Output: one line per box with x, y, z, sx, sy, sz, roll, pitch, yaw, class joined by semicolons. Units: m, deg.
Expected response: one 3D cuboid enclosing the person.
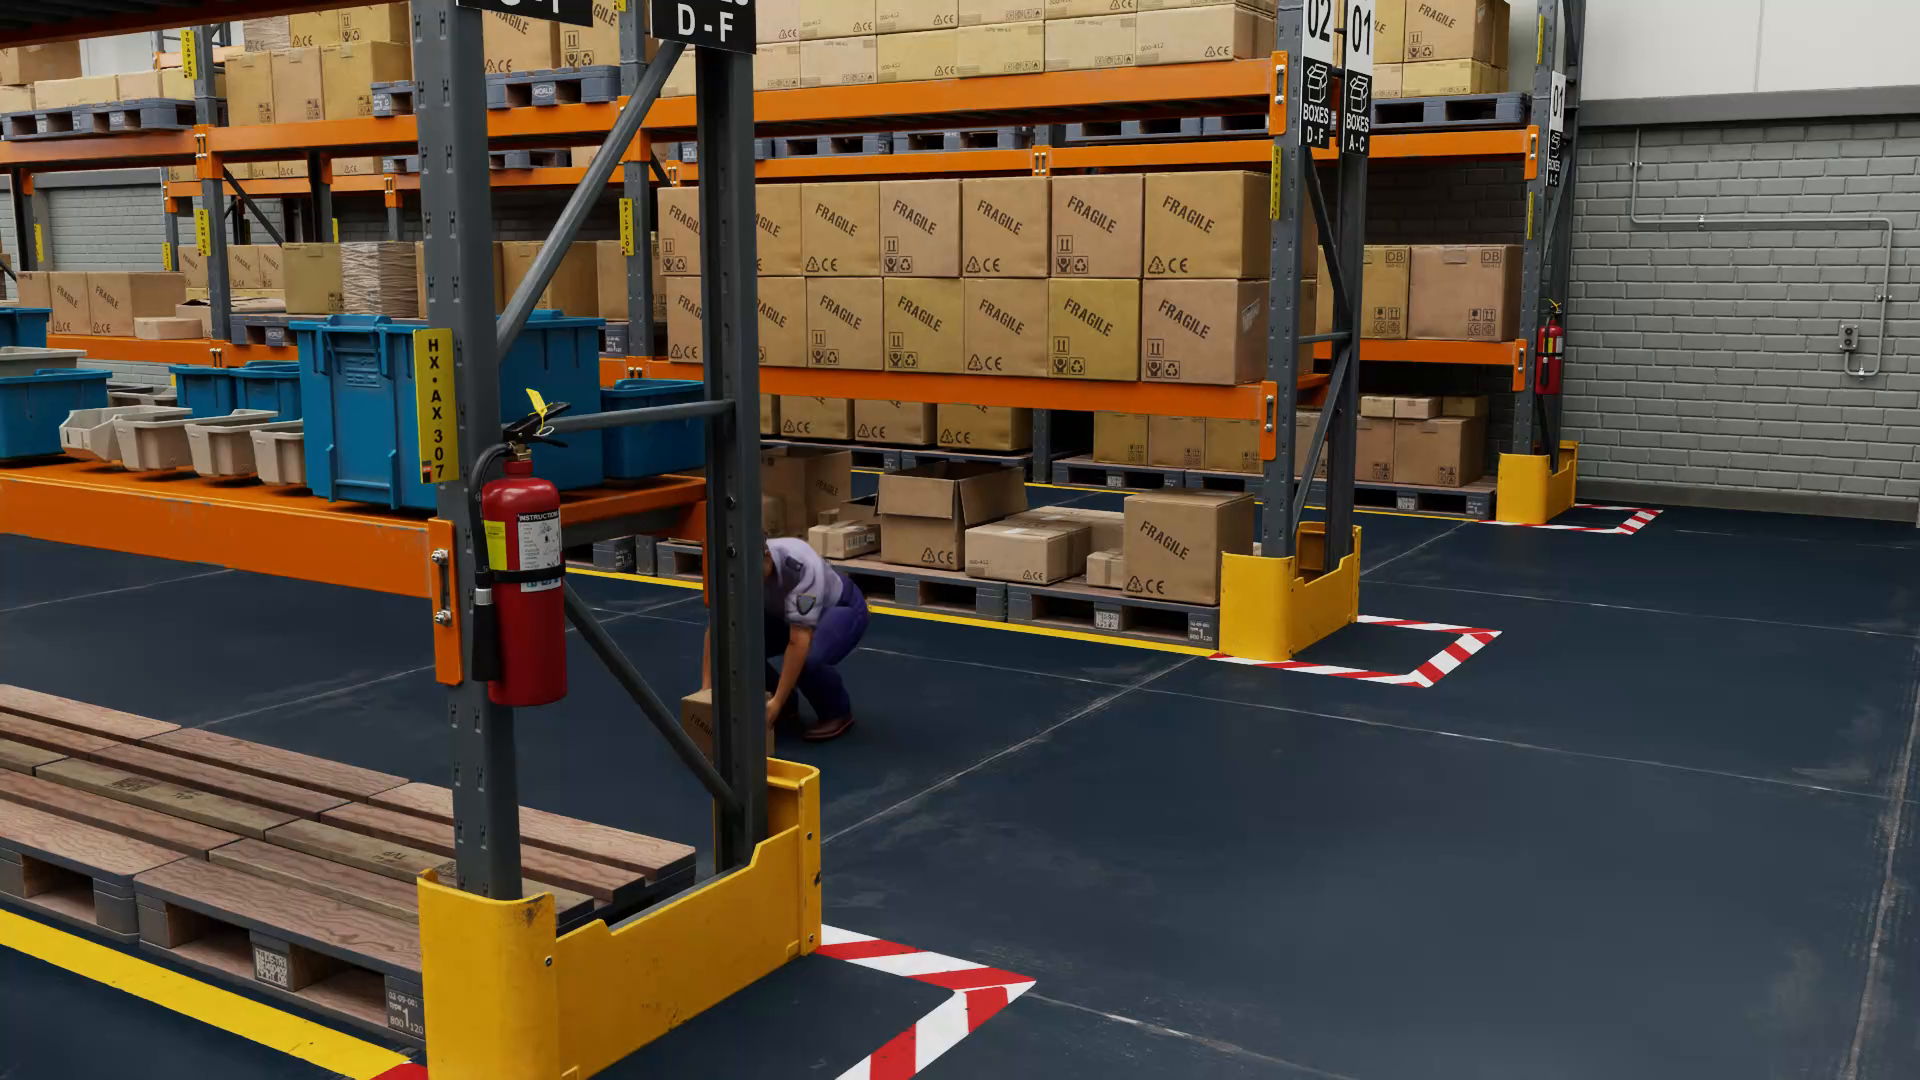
-0.697;0.357;6.623;0.527;0.889;0.829;6;11;31;person
